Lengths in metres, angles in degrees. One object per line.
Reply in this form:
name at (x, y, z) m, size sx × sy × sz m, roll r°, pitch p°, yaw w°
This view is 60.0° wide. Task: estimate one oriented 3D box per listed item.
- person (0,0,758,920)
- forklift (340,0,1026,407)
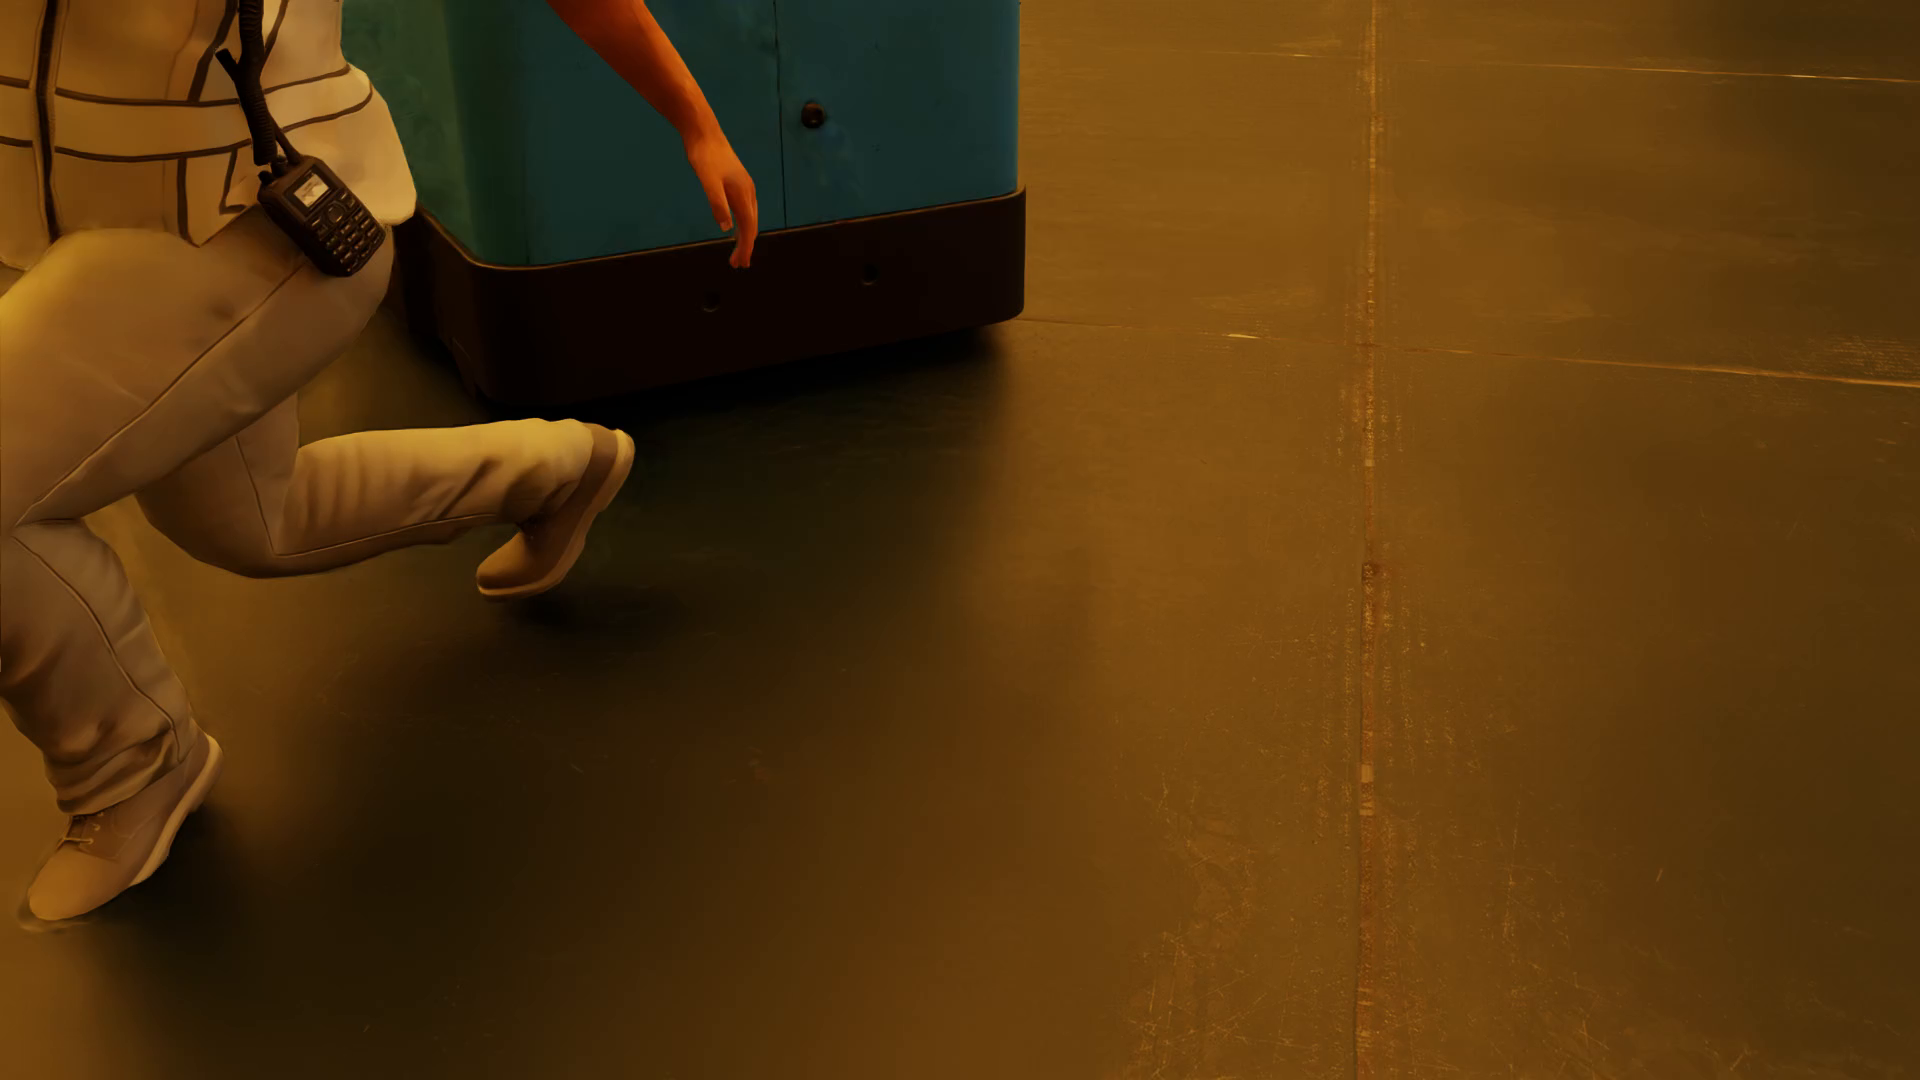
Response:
person at (-0.676, -0.355, 1.726) m, size 0.699 × 1.440 × 0.928 m, roll 12°, pitch 29°, yaw 23°
forklift at (-1.036, -2.158, 3.524) m, size 1.130 × 2.935 × 3.031 m, roll -14°, pitch 30°, yaw -26°
